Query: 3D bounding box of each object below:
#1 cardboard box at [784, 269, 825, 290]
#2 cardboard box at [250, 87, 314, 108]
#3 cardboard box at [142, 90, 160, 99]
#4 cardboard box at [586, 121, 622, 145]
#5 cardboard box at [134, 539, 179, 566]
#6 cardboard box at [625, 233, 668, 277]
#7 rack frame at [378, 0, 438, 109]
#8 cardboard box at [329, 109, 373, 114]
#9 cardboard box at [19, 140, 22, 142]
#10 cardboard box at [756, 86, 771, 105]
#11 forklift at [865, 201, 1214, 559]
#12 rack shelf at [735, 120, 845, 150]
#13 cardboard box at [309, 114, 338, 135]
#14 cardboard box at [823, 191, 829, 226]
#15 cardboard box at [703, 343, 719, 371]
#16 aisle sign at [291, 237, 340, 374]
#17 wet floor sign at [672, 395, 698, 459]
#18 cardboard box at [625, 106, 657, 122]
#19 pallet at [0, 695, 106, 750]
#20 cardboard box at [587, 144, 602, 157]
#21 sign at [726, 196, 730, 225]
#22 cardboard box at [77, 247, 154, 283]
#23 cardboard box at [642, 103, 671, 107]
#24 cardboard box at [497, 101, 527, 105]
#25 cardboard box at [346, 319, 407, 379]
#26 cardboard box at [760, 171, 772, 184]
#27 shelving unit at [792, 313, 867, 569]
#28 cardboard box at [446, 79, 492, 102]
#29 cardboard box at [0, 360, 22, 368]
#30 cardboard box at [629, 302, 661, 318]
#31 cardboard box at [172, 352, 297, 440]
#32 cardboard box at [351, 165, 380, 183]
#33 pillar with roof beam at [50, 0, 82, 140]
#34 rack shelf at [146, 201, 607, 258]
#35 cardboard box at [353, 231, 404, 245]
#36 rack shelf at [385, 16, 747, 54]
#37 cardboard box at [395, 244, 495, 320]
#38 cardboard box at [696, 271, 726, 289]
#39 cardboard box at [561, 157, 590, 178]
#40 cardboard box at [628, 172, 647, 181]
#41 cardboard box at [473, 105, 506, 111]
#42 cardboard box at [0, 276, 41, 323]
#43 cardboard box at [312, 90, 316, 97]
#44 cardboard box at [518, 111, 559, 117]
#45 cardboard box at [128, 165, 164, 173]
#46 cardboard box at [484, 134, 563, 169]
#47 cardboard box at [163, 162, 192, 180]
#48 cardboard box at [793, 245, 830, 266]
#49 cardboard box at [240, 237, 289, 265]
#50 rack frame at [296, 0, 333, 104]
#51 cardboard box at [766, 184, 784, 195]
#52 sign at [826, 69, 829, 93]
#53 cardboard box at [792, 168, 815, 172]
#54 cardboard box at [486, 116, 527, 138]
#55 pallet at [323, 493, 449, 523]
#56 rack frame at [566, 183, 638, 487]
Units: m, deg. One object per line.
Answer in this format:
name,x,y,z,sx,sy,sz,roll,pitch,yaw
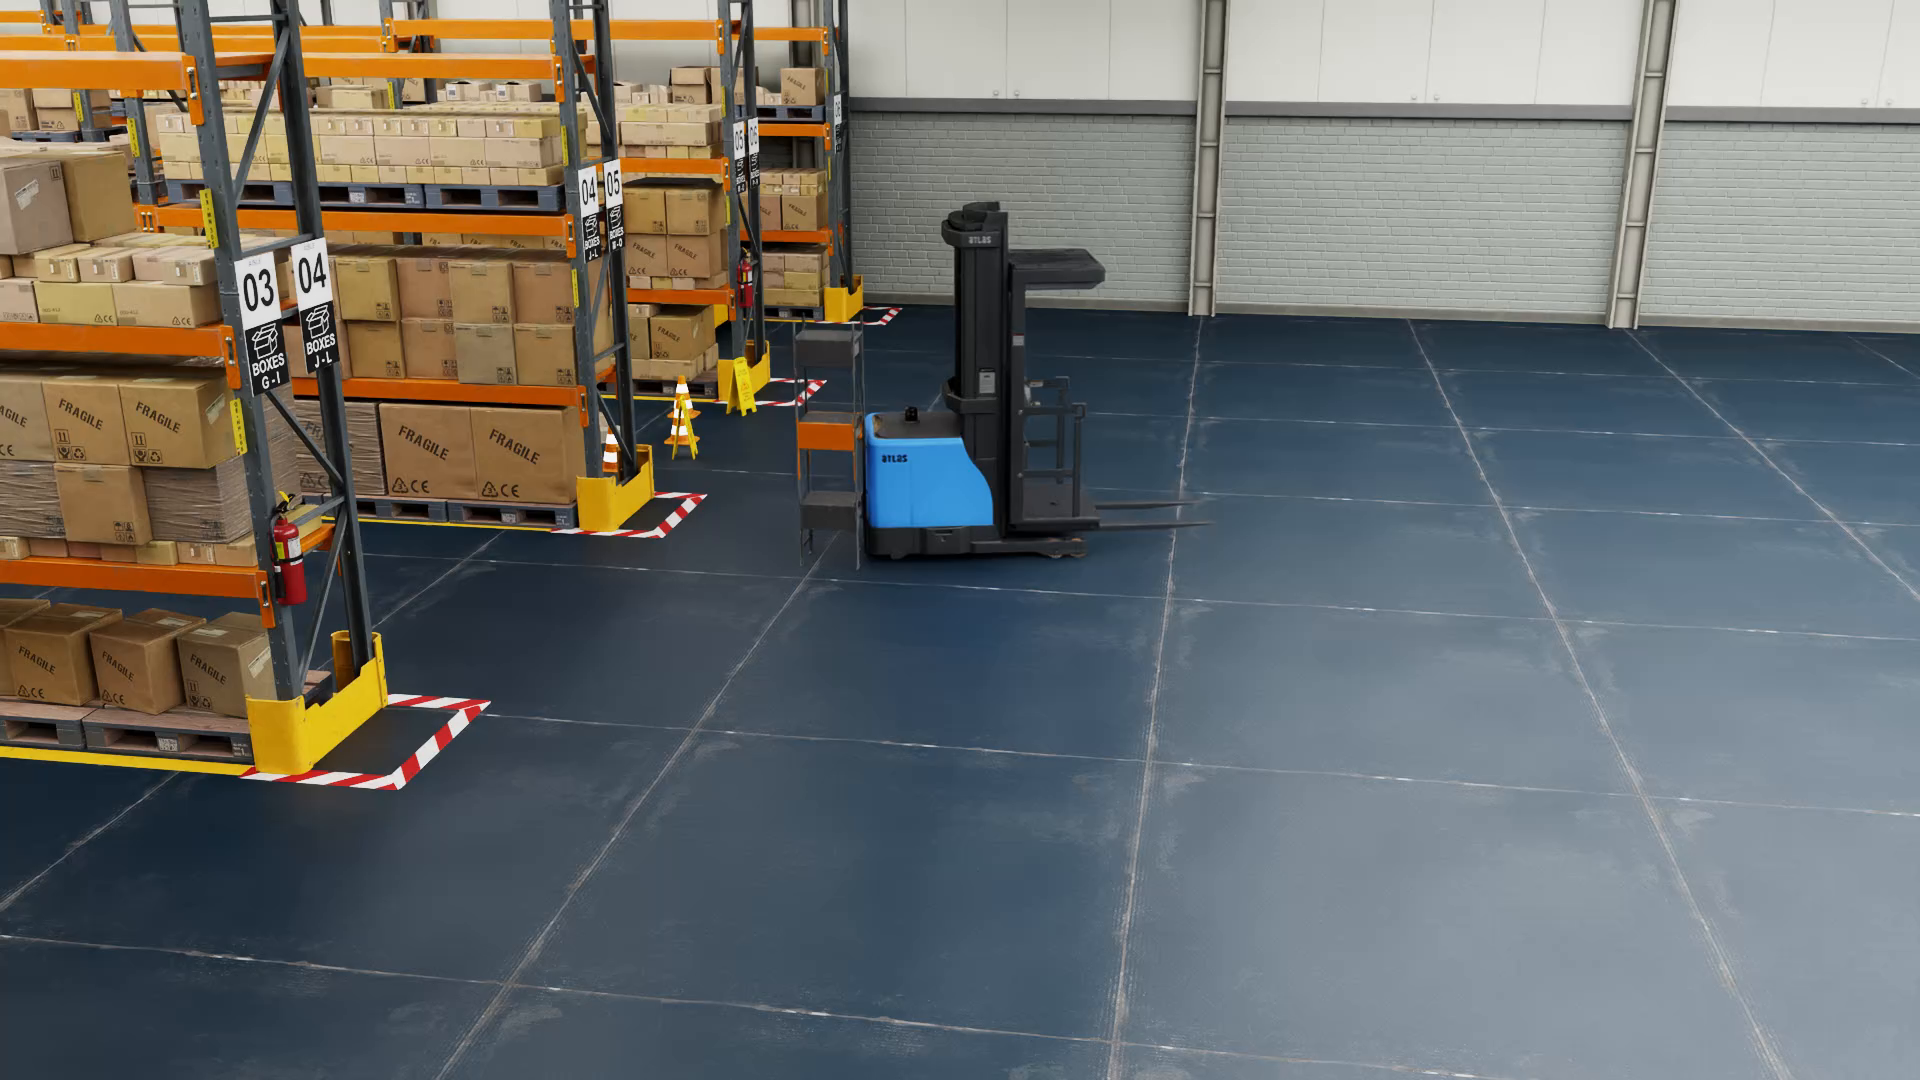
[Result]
cardboard box,-2.287,-3.854,24.477,0.500,0.250,0.500,3,19,8
cardboard box,-8.093,-5.262,19.862,0.500,0.250,0.500,3,19,10
cardboard box,-12.115,-6.743,25.077,0.250,0.149,0.380,3,19,10
cardboard box,-4.098,-4.724,19.234,0.500,0.250,0.500,3,19,10
cardboard box,-4.928,0.025,10.396,0.250,0.149,0.380,3,19,9
cardboard box,-3.614,-3.396,19.598,0.500,0.500,0.500,3,19,9
rack frame,-6.490,-6.286,19.408,0.127,3.000,1.000,3,19,9
cardboard box,-5.518,-3.831,15.117,0.250,0.149,0.380,3,19,8
cardboard box,-8.989,-3.651,15.652,0.258,0.266,0.396,3,19,9
cardboard box,-2.873,-6.359,23.747,0.258,0.266,0.396,3,19,9
forklift,0.691,-1.397,14.359,3.031,2.935,1.130,-1,19,-4
rack shelf,-3.731,-5.977,24.345,4.000,0.370,1.077,3,19,9
cardboard box,-5.613,-3.625,14.501,0.250,0.149,0.380,3,19,9
cardboard box,-2.202,-4.954,24.725,0.500,0.500,0.500,4,19,10
cardboard box,-3.293,-2.262,20.508,0.500,0.250,0.500,3,19,8
aisle sign,-4.004,-1.459,10.338,0.004,0.787,0.394,3,19,9
wet floor sign,-2.883,-1.186,17.331,0.232,0.644,0.267,0,19,-1
cardboard box,-3.667,-4.907,19.152,0.250,0.149,0.380,3,19,9
pallet,-6.185,1.070,11.274,1.213,0.211,1.003,3,19,9
cardboard box,-4.197,-4.546,19.332,0.250,0.149,0.380,2,19,7
sign,-2.648,-3.766,19.007,0.005,0.325,0.100,3,19,9
cardboard box,-4.962,-1.621,9.801,0.250,0.149,0.380,2,19,6
cardboard box,-3.583,-5.078,19.666,0.250,0.149,0.380,3,19,8
cardboard box,-5.354,-5.173,19.947,0.250,0.149,0.380,3,19,10
cardboard box,-5.209,-1.861,15.403,0.500,0.550,0.875,3,19,9
cardboard box,-2.889,-5.286,24.226,0.250,0.149,0.380,3,19,9
shelving unit,-1.083,-0.822,13.951,0.503,2.100,0.431,2,19,7
cardboard box,-7.217,-6.622,24.460,0.500,0.311,0.500,2,19,7
cardboard box,-6.175,-0.825,10.339,0.500,0.500,0.500,3,19,9
cardboard box,-3.746,-2.754,19.774,0.250,0.149,0.380,3,19,10
cardboard box,-4.612,-0.911,10.595,0.500,0.500,0.500,3,19,9
cardboard box,-5.114,-3.221,14.552,0.250,0.149,0.380,3,19,9
pillar with roof beam,-14.832,-7.212,22.177,0.400,9.000,9.100,3,19,9
rack shelf,-5.200,-2.866,15.047,4.000,0.370,1.077,3,19,9
cardboard box,-6.982,-3.780,20.085,0.500,0.500,0.500,3,19,8
rack shelf,-4.515,-5.843,19.222,4.000,0.370,1.077,3,19,9
cardboard box,-4.675,-2.367,15.213,0.550,0.550,0.875,3,19,9
cardboard box,-2.944,-3.072,19.654,0.250,0.149,0.380,4,19,10
cardboard box,-3.513,-3.351,14.941,0.250,0.149,0.380,3,19,9
cardboard box,-4.675,-5.343,24.396,0.250,0.149,0.380,3,19,10
cardboard box,-5.455,-4.963,19.320,0.250,0.149,0.380,3,19,8
cardboard box,-5.627,-1.484,10.019,0.500,0.250,0.500,3,19,10
cardboard box,-9.978,-6.831,25.373,0.250,0.149,0.380,3,19,9
cardboard box,-3.752,-3.741,14.850,0.250,0.149,0.380,3,19,9
cardboard box,-12.651,-5.525,25.769,0.500,0.500,0.700,3,19,9
cardboard box,-3.753,-3.360,14.338,0.500,0.250,0.500,3,19,9
cardboard box,-6.870,-3.310,14.818,0.250,0.149,0.380,3,19,8
cardboard box,-2.201,-4.248,24.867,0.500,0.250,0.500,3,19,8
cardboard box,-4.348,-1.762,10.222,0.250,0.149,0.380,3,19,8
rack frame,-9.656,-8.042,24.658,0.127,3.000,1.000,3,19,9
cardboard box,-2.647,-5.115,24.184,0.250,0.149,0.380,3,19,10
sign,-1.857,-6.430,23.296,0.005,0.325,0.100,3,19,9
cardboard box,-2.307,-5.408,24.589,0.250,0.149,0.380,4,19,11
cardboard box,-3.858,-3.535,14.235,0.250,0.149,0.380,3,19,9
pallet,-5.229,-0.439,15.783,1.213,0.211,1.003,3,19,9
rack frame,-3.226,-1.684,15.108,0.127,3.000,1.000,3,19,9
